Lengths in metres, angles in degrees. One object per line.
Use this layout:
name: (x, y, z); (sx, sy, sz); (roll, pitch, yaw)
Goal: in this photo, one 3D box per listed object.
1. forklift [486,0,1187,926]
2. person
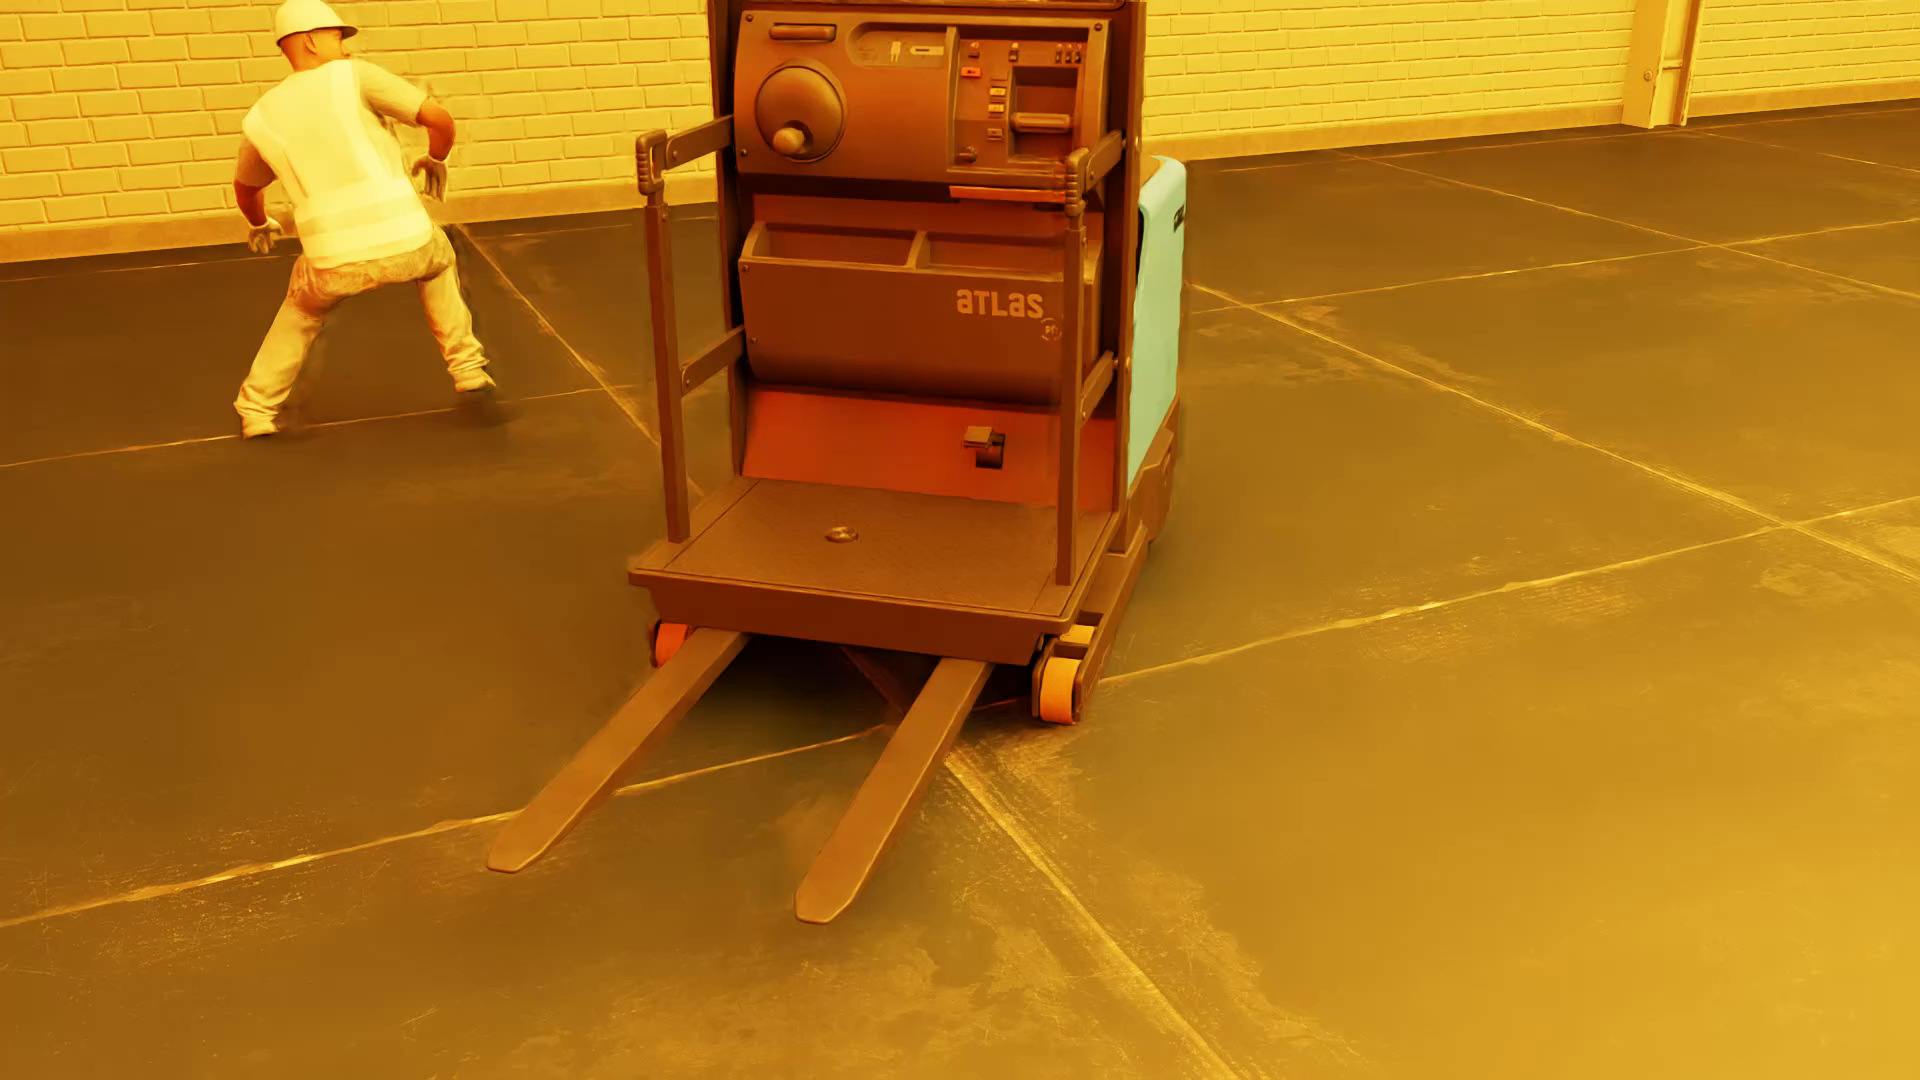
forklift: (-0.159, -1.070, 3.863); (1.130, 2.935, 3.031); (6, 23, 14)
person: (-2.190, -1.111, 5.895); (0.905, 1.541, 0.801); (-4, 23, -9)
